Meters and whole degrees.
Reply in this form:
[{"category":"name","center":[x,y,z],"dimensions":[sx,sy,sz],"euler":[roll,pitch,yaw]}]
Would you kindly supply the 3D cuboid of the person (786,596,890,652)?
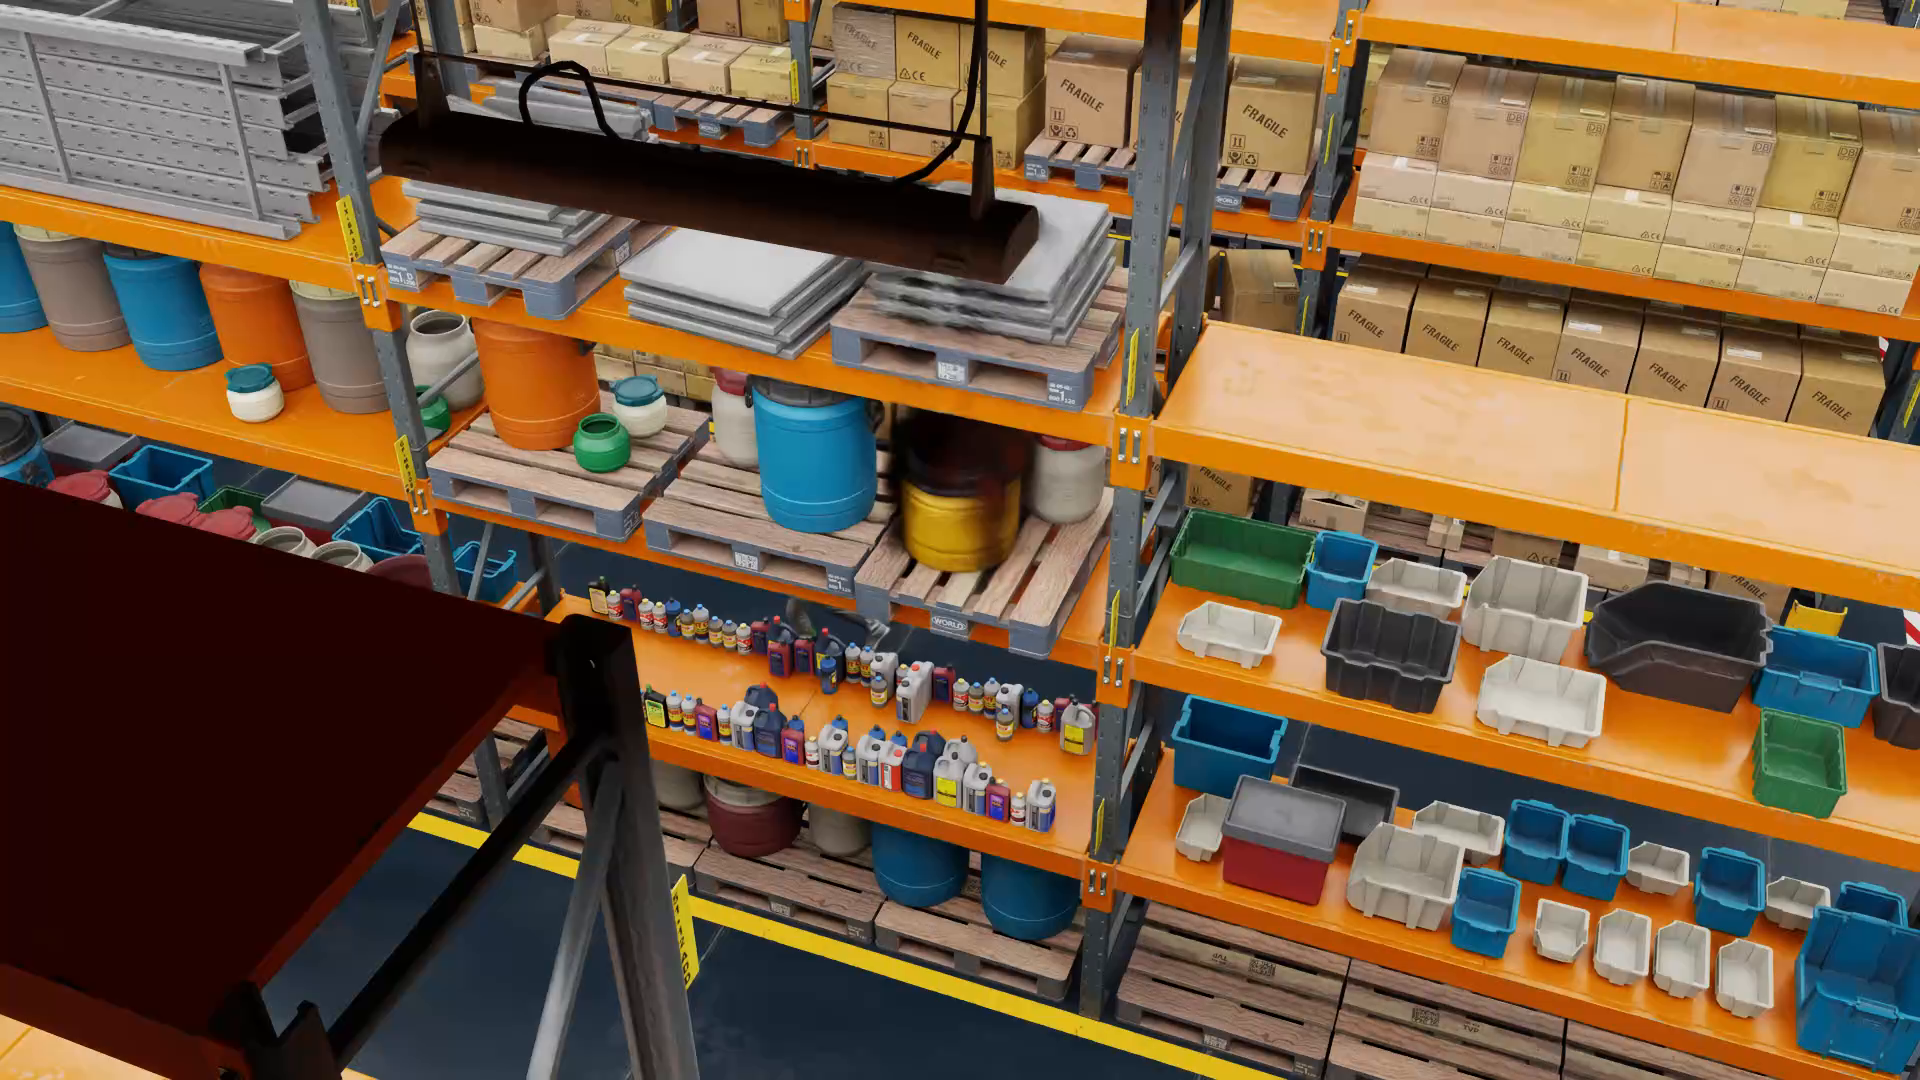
[{"category":"person","center":[-0.936,0.203,11.746],"dimensions":[0.849,1.655,0.598],"euler":[2,37,3]}]
